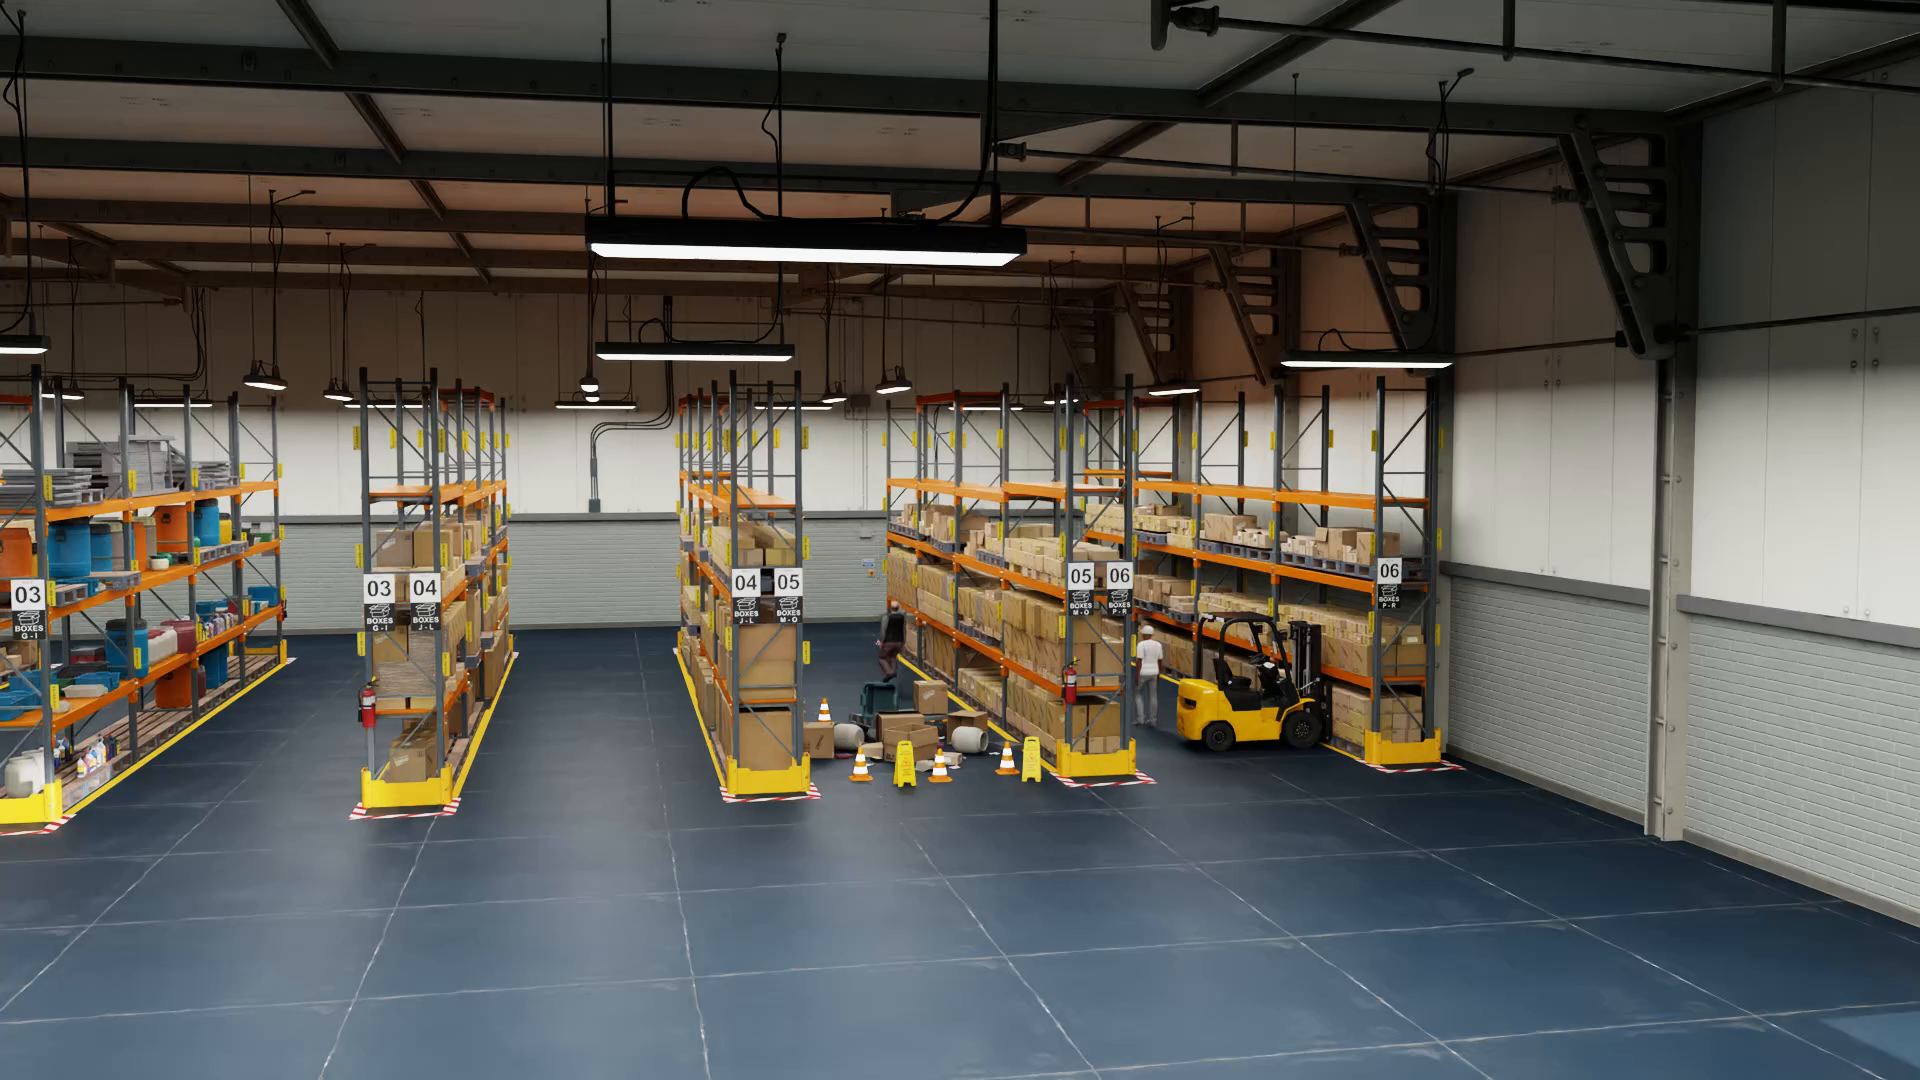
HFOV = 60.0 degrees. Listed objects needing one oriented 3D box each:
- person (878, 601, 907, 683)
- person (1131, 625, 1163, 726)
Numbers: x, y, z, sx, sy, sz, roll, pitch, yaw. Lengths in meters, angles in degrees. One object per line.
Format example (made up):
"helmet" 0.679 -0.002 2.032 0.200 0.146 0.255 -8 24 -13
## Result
"person" -1.346 2.035 33.233 0.570 1.623 0.580 -1 4 -21
"person" 3.313 2.406 29.232 0.589 1.809 0.602 -1 4 -17
